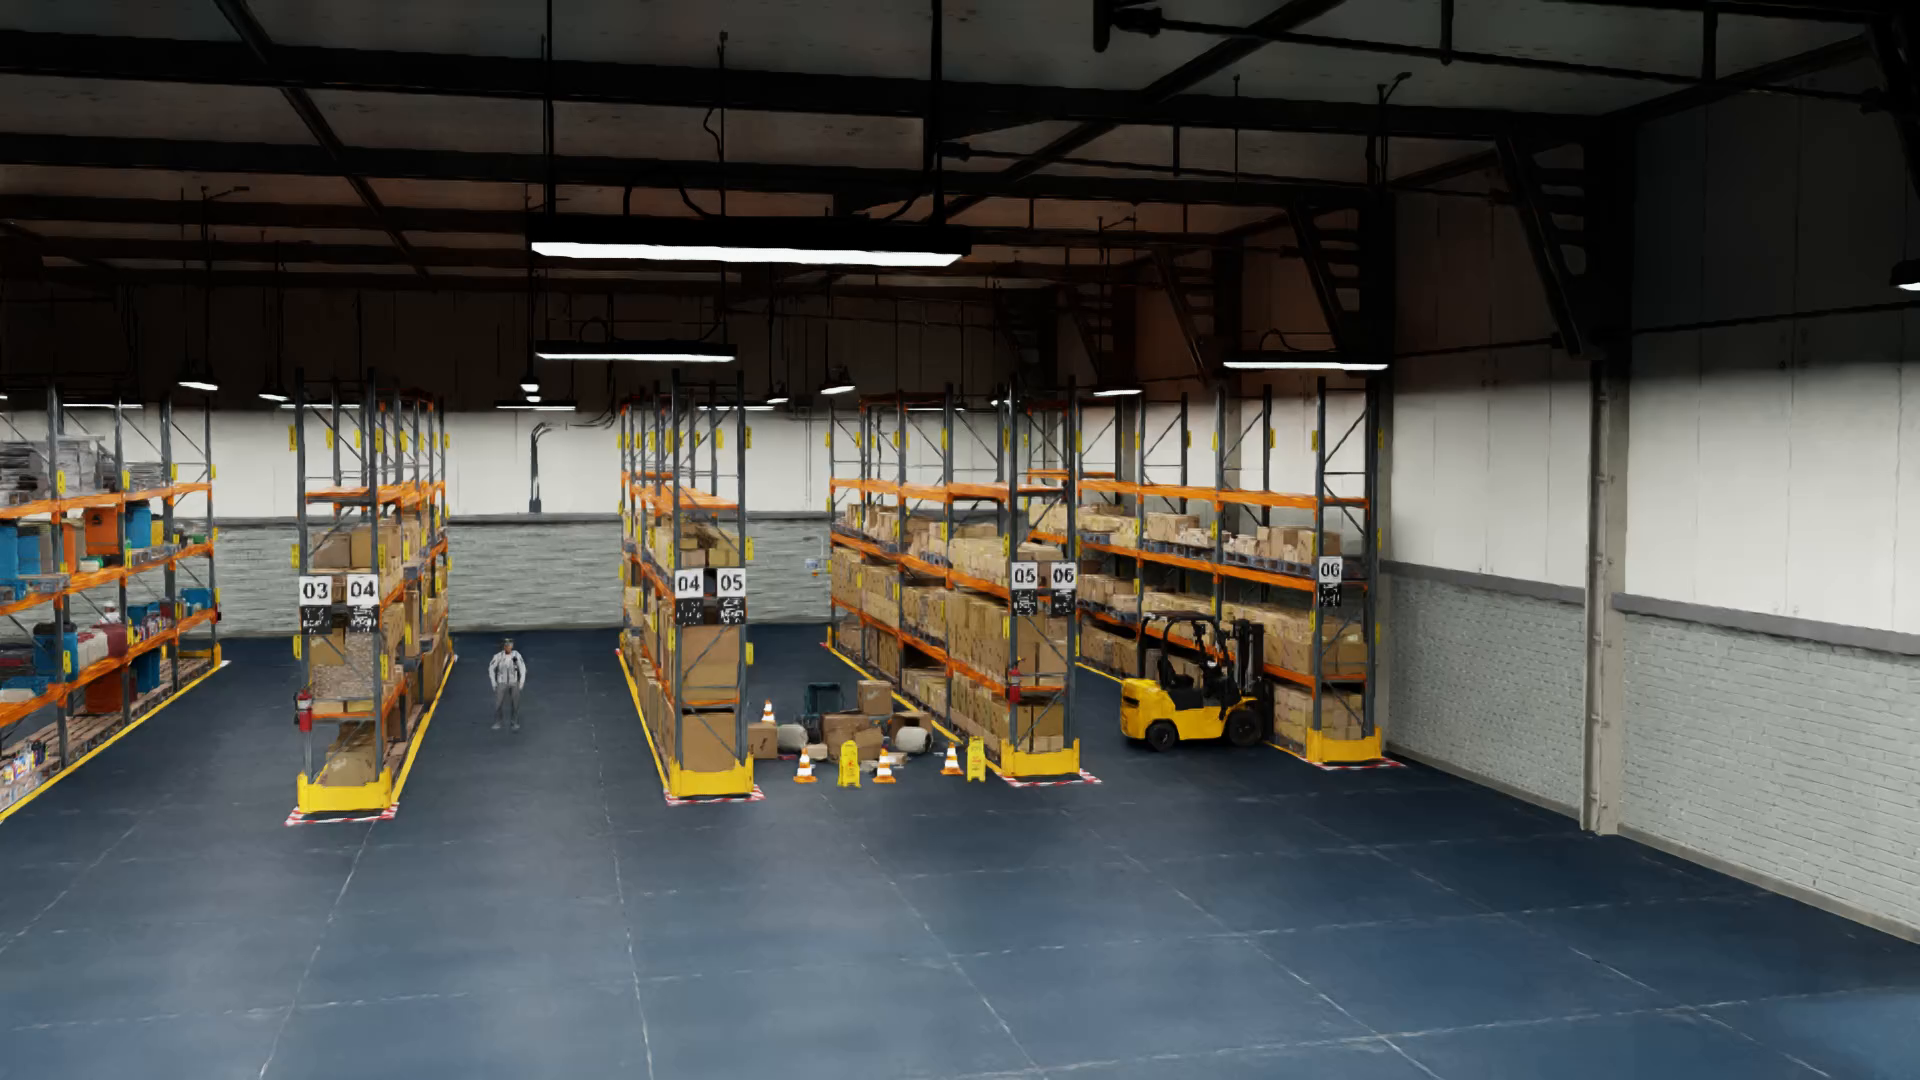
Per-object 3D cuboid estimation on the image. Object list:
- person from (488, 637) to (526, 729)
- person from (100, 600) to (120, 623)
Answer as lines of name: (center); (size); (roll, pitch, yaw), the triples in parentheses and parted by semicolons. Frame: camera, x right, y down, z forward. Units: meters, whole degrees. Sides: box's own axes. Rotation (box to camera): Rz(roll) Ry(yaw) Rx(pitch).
person: (-7.840, 2.475, 28.820); (0.639, 1.632, 0.512); (-1, 4, -16)
person: (-17.283, 2.089, 33.825); (0.587, 1.763, 0.677); (1, 3, 9)
